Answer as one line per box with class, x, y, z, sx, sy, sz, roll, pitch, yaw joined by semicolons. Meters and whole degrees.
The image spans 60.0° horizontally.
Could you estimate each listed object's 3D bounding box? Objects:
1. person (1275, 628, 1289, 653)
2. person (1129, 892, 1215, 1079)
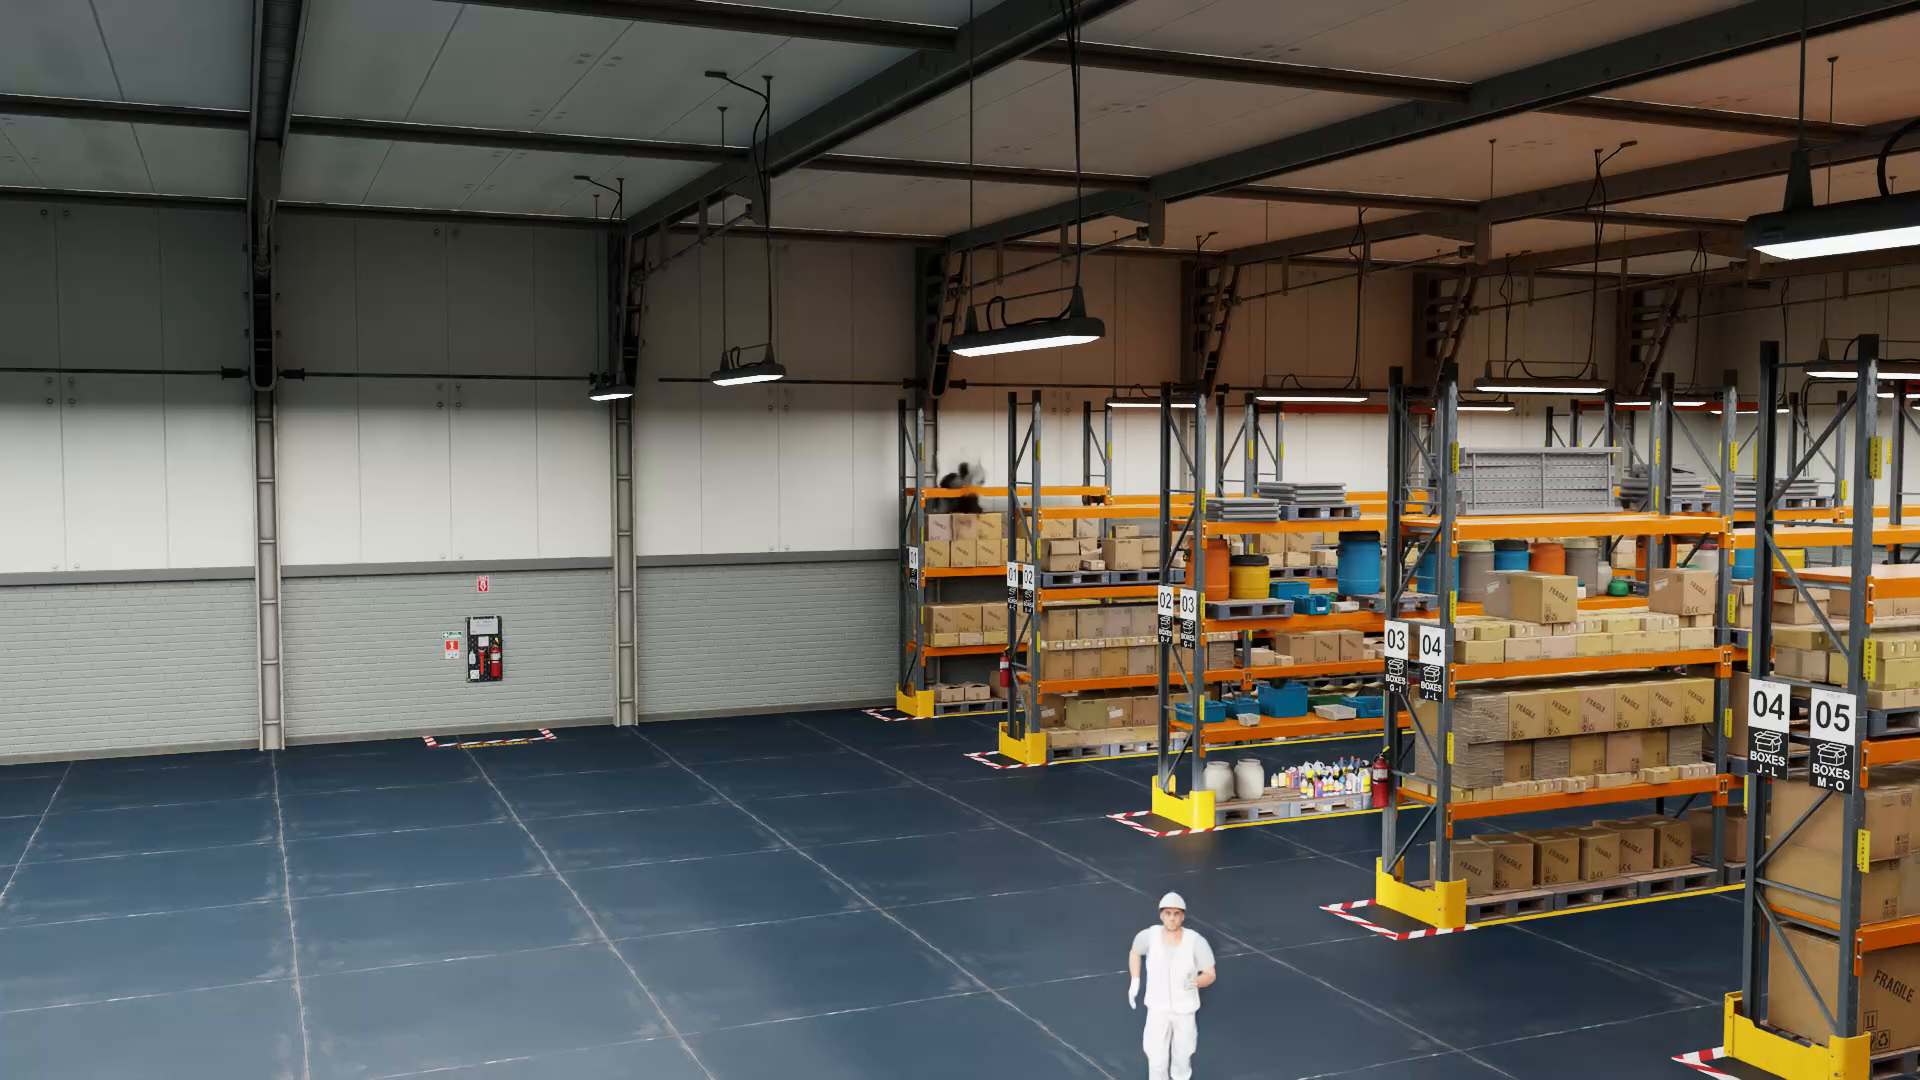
person;6.139;2.450;31.811;0.651;1.687;0.665;-2;4;-34
person;1.577;3.524;12.400;0.641;1.822;0.831;1;3;9
